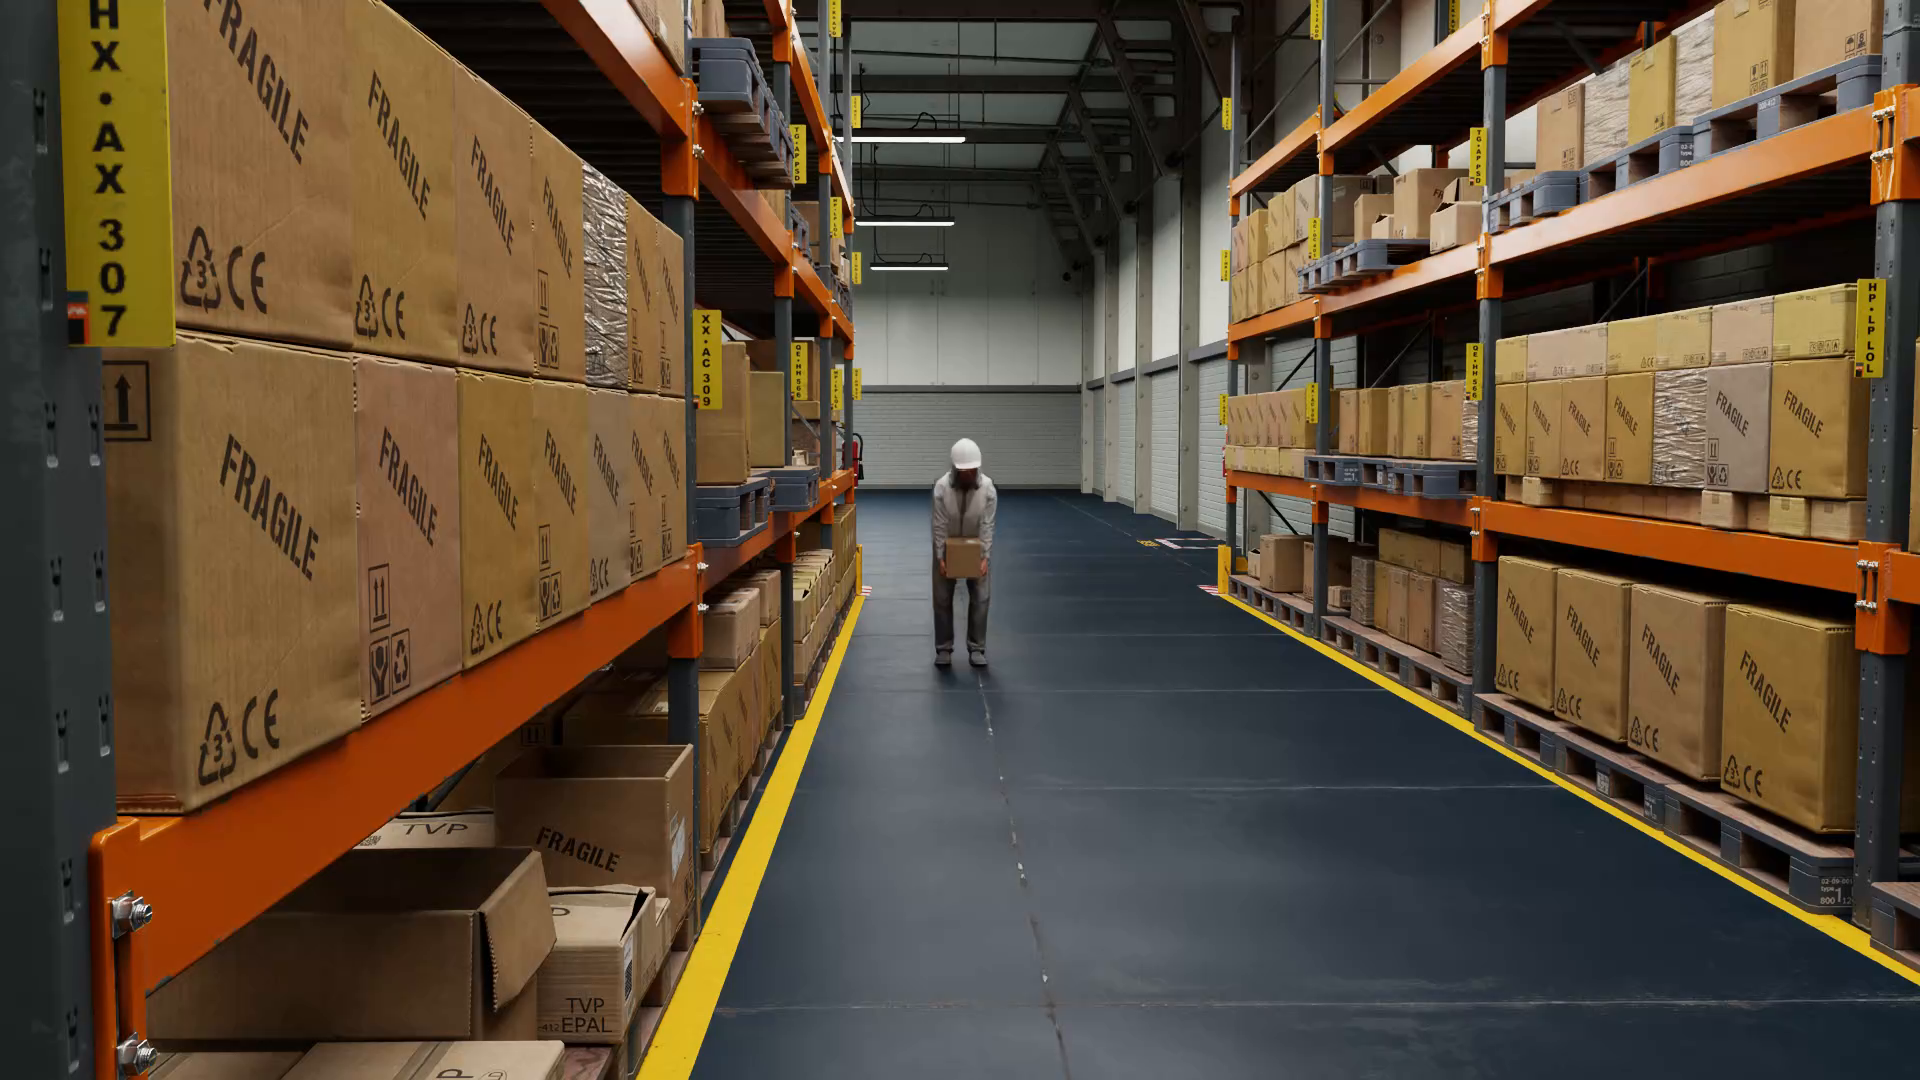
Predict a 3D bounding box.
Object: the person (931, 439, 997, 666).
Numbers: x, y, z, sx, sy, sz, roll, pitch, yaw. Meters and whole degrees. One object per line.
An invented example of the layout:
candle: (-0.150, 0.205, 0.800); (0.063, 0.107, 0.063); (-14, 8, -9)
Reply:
person: (0.028, 0.094, 12.053); (0.471, 1.651, 0.736); (0, 4, -2)
